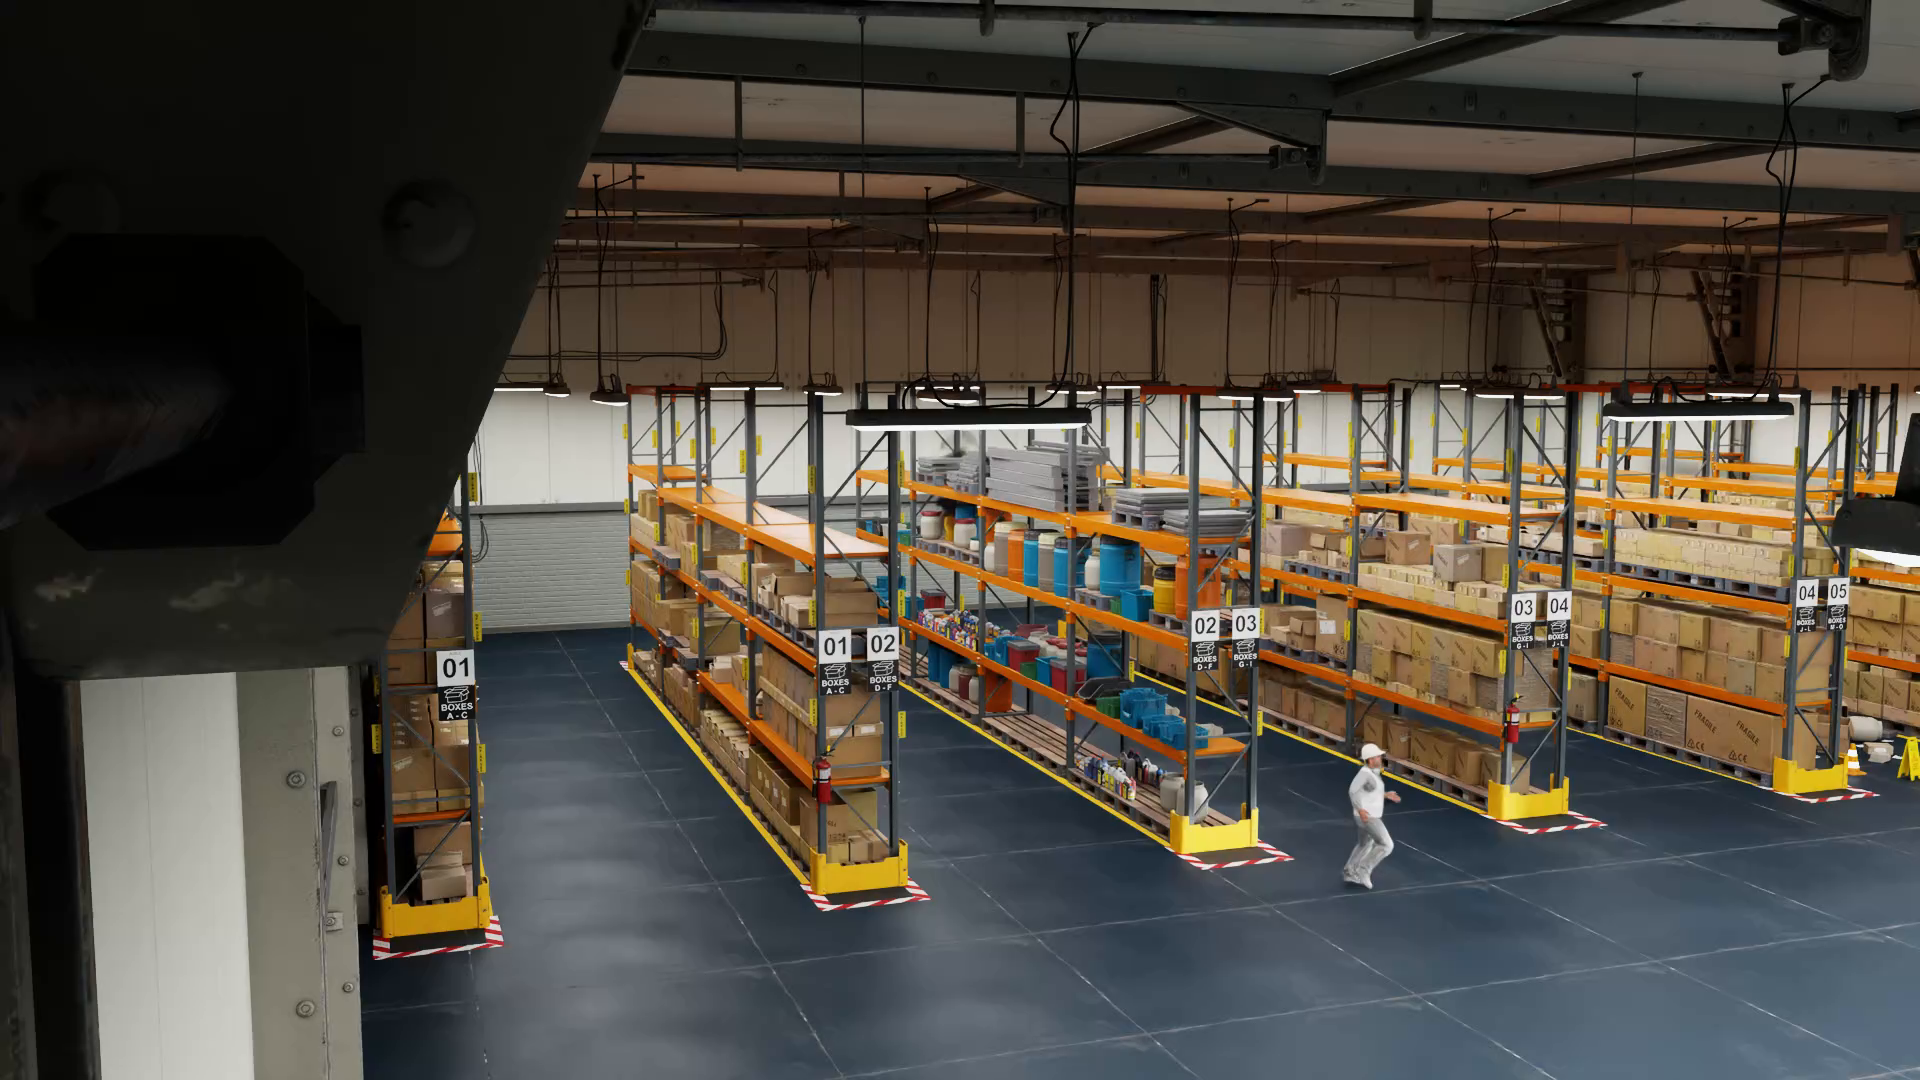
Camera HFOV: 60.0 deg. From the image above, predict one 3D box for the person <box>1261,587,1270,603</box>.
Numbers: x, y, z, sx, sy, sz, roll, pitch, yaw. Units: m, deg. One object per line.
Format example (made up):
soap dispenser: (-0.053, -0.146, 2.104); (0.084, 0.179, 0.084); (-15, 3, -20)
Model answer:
person: (7.634, 1.252, 41.399); (0.778, 1.758, 0.759); (1, 6, 8)

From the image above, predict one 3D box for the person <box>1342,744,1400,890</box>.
person: (5.031, 3.361, 20.318); (0.677, 1.761, 0.658); (1, 6, 13)
